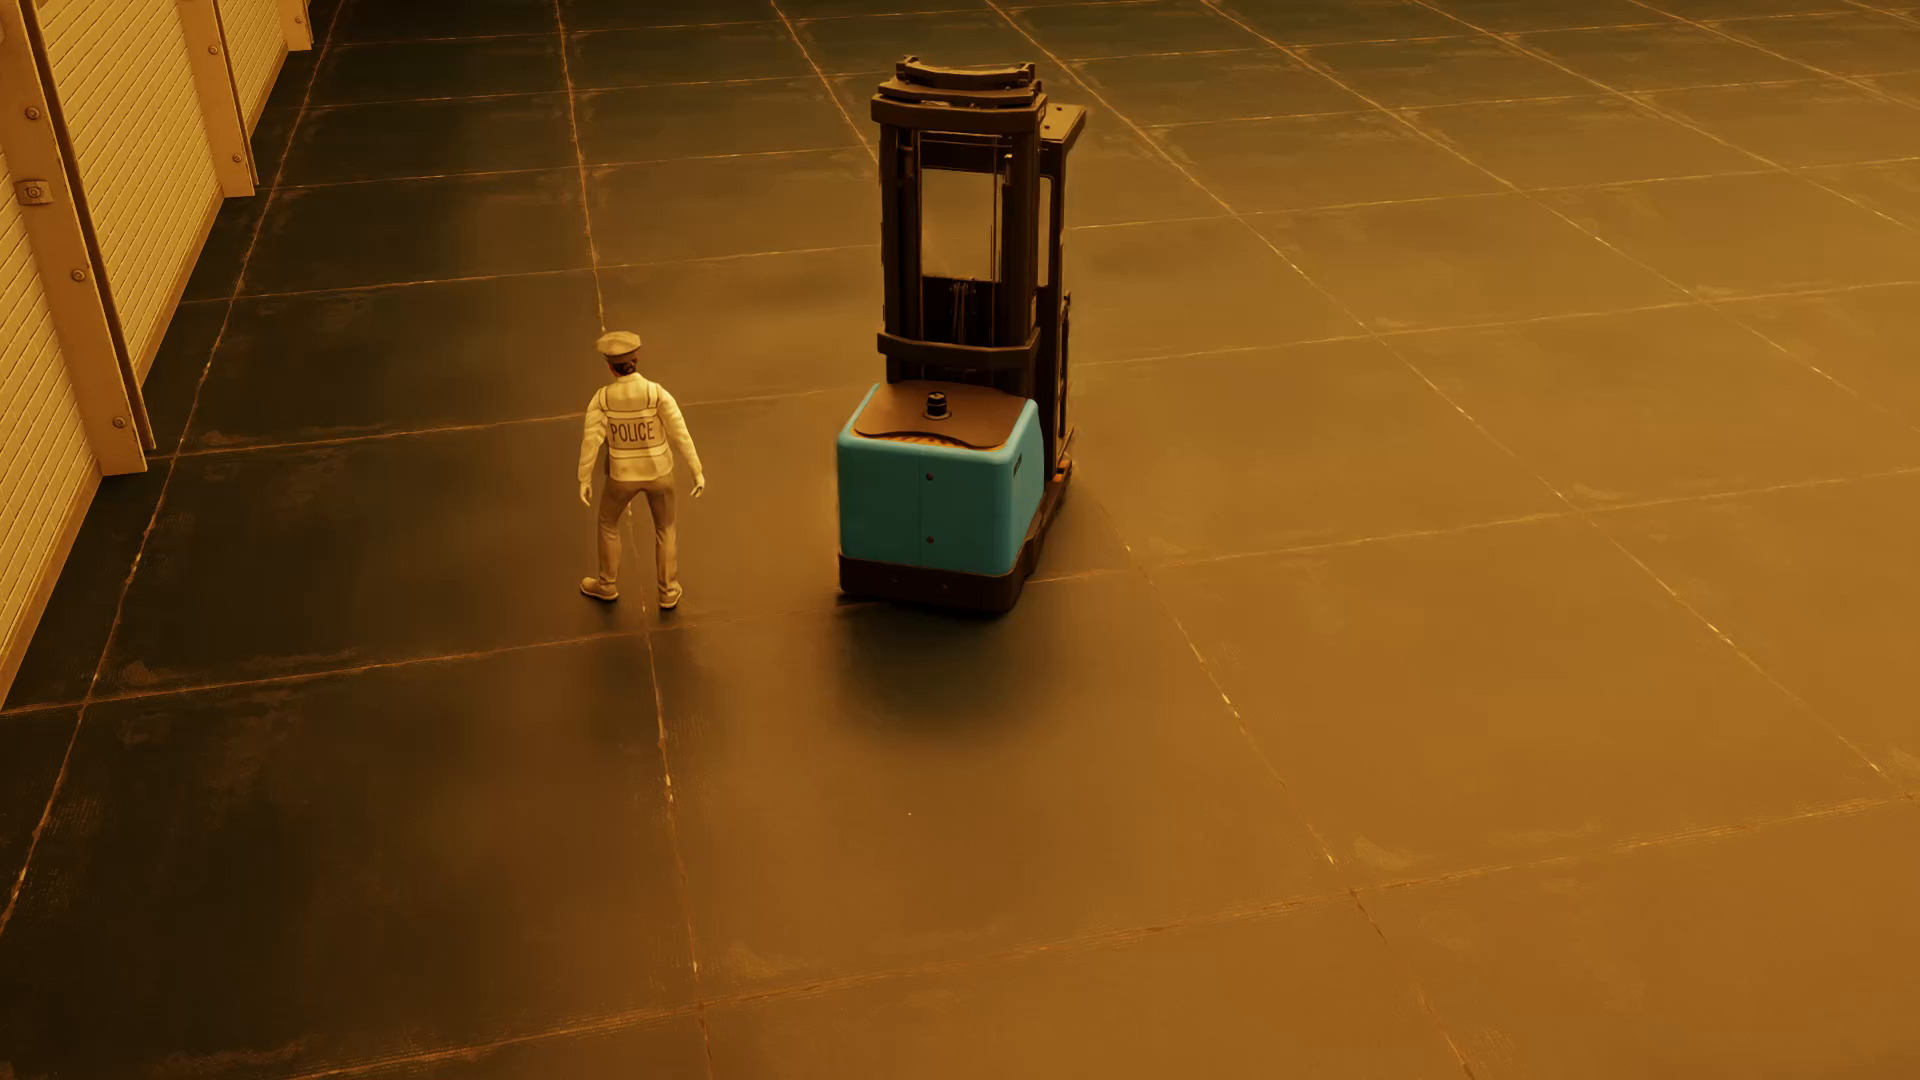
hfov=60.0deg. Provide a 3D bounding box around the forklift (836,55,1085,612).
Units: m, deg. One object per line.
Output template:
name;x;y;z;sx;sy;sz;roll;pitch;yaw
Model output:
forklift;0.129;-1.577;10.298;1.130;2.935;3.031;7;31;12

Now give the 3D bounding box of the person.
person;-1.868;-0.375;9.533;0.792;1.634;0.396;-4;30;-7
